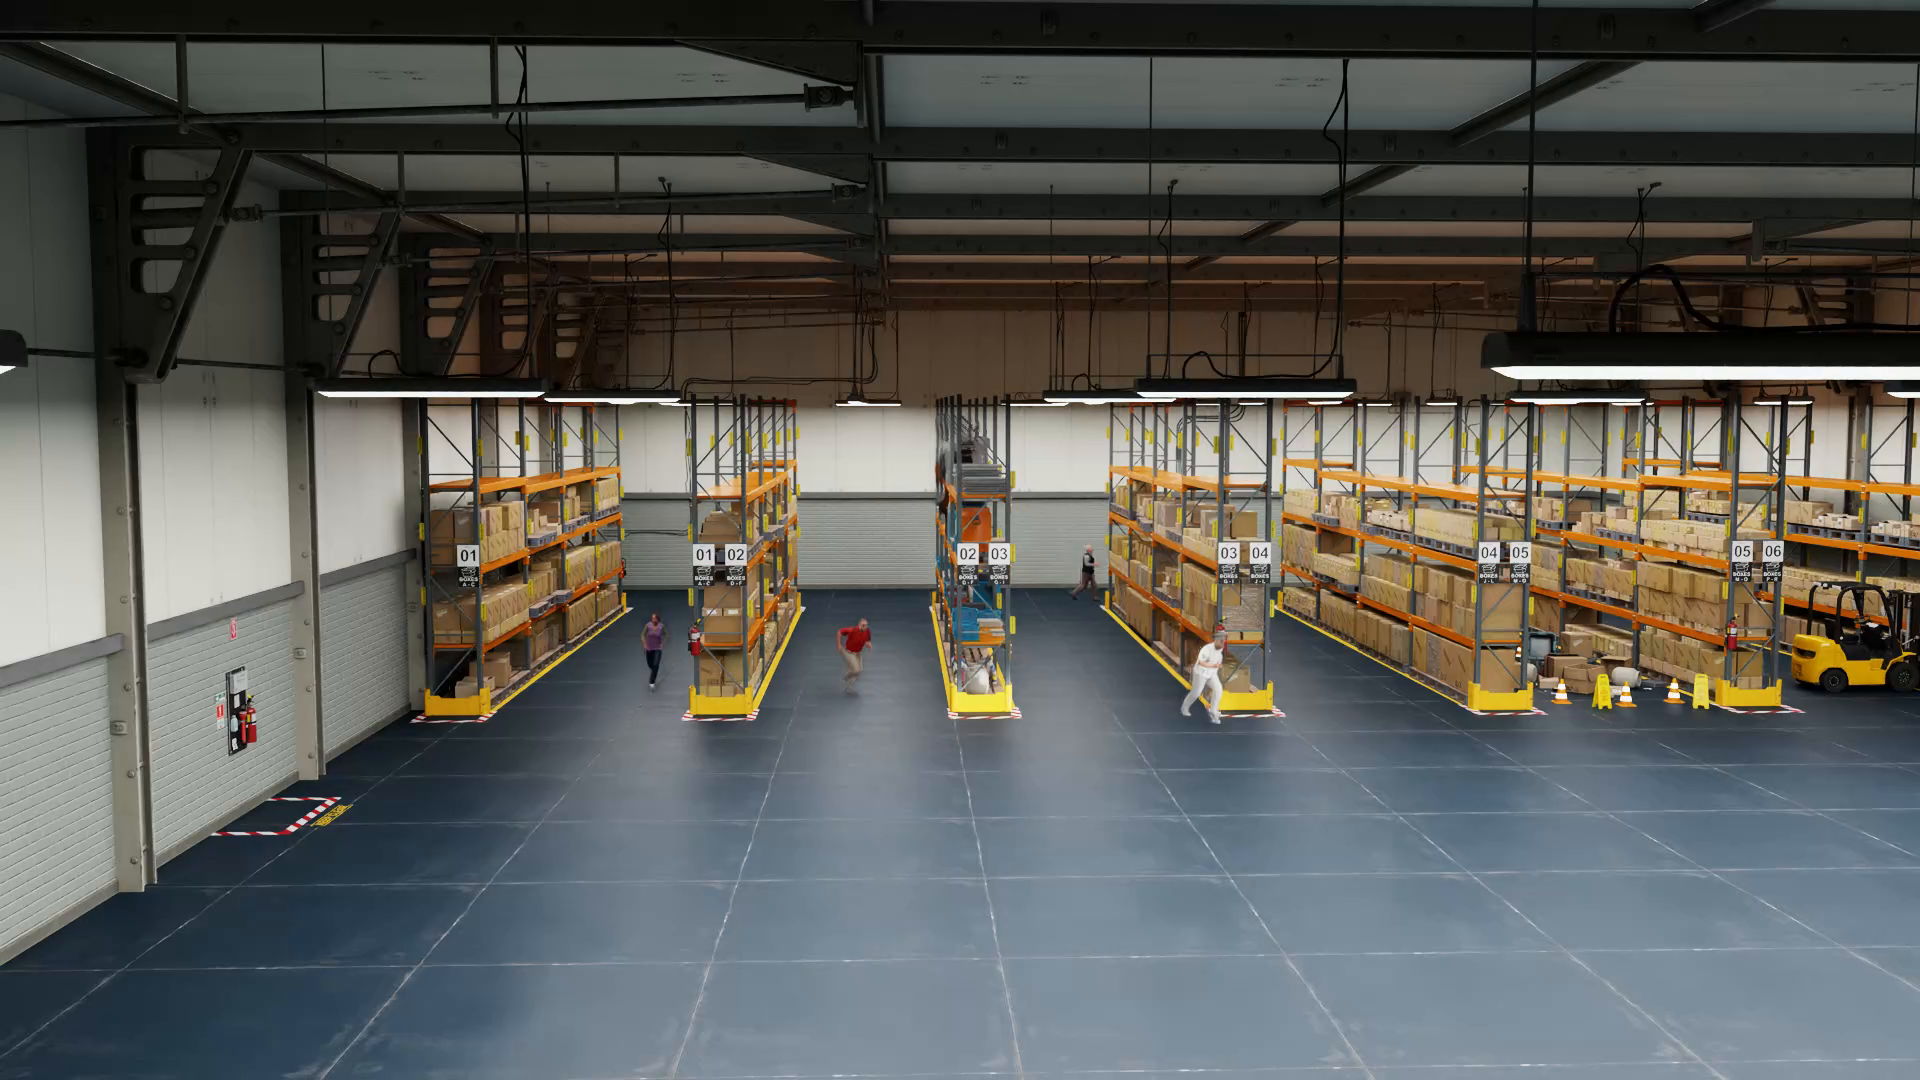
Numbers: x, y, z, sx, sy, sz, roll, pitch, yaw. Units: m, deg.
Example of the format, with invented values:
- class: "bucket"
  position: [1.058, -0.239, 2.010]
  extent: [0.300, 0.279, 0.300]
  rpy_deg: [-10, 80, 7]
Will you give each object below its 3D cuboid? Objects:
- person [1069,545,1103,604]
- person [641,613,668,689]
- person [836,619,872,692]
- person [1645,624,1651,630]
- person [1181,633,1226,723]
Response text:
- class: "person"
  position: [3.724, 1.008, 49.001]
  extent: [0.967, 1.741, 0.667]
  rpy_deg: [1, 5, 17]
- class: "person"
  position: [-6.298, 2.273, 34.340]
  extent: [0.551, 1.563, 0.768]
  rpy_deg: [0, 5, -4]
- class: "person"
  position: [-2.123, 2.329, 33.340]
  extent: [0.694, 1.549, 0.885]
  rpy_deg: [-4, 6, -40]
- class: "person"
  position: [16.645, 1.729, 39.678]
  extent: [0.644, 1.773, 0.961]
  rpy_deg: [0, 5, -3]
- class: "person"
  position: [4.492, 2.523, 30.587]
  extent: [0.705, 1.714, 1.018]
  rpy_deg: [-4, 6, -40]
